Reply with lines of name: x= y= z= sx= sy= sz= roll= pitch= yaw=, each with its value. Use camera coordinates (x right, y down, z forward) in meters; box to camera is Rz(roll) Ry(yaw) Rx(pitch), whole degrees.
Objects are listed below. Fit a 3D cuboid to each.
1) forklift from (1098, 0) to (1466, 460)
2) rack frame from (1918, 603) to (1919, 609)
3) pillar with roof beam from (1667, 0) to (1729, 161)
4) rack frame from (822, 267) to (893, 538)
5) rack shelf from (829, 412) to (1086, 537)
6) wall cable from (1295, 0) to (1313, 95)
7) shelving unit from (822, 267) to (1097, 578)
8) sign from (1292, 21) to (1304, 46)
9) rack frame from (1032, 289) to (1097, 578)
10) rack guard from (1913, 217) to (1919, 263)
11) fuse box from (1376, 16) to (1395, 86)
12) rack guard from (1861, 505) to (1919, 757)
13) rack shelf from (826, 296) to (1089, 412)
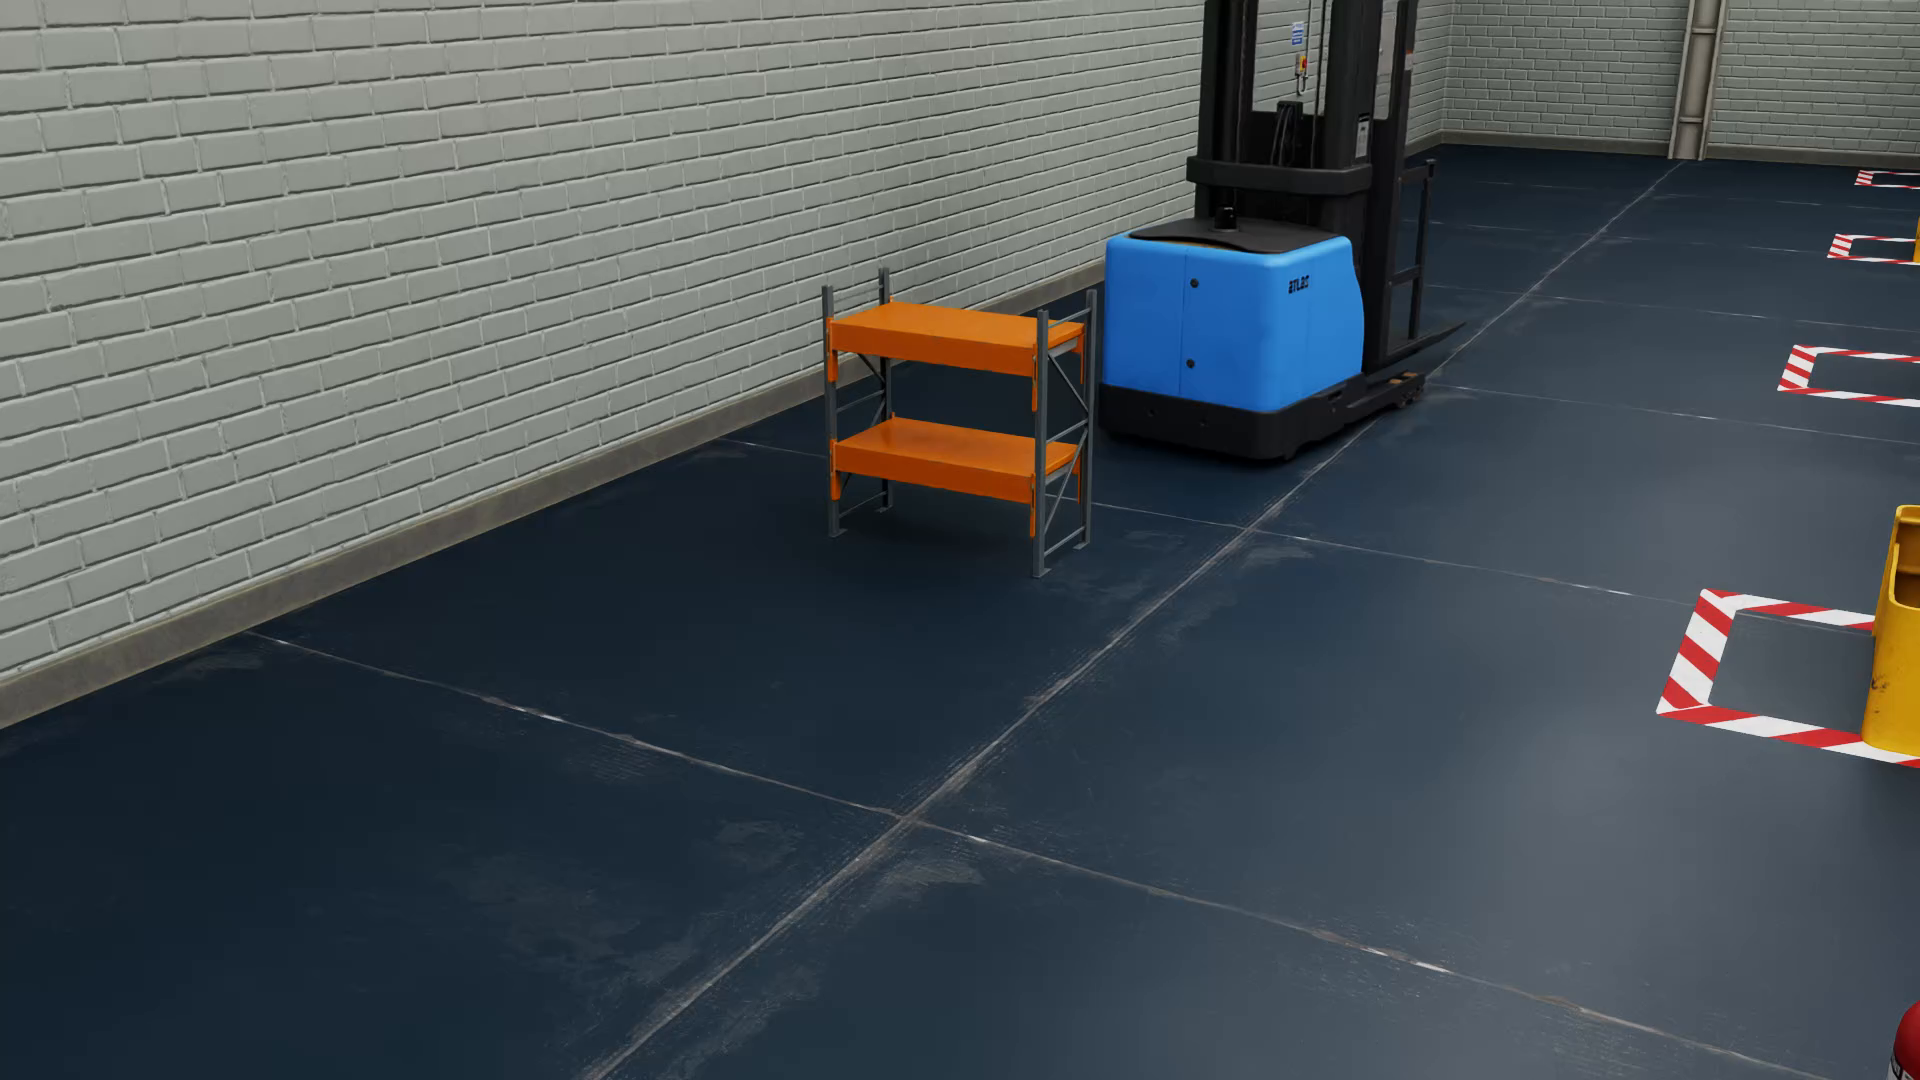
forklift: x=2.024 y=-2.214 z=9.171 sx=1.130 sy=2.935 sz=3.031 roll=15 pitch=25 yaw=35
rack frame: x=3.431 y=-0.873 z=5.373 sx=0.127 sy=3.000 sz=1.000 roll=11 pitch=23 yaw=27
pillar with roof beam: x=6.668 y=-7.557 z=15.002 sx=0.400 sy=9.000 sz=9.100 roll=11 pitch=23 yaw=27
rack frame: x=-0.450 y=-0.614 z=7.409 sx=0.032 sy=1.125 sz=0.500 roll=11 pitch=23 yaw=27
rack shelf: x=-0.006 y=-0.300 z=7.260 sx=1.000 sy=0.278 sz=0.538 roll=11 pitch=23 yaw=27
wall cable: x=3.330 y=-5.246 z=15.894 sx=0.123 sy=1.953 sz=0.585 roll=11 pitch=23 yaw=27
shelving unit: x=-0.006 y=-0.530 z=7.176 sx=1.048 sy=1.125 sz=0.538 roll=11 pitch=23 yaw=27
sign: x=3.253 y=-4.877 z=16.015 sx=0.001 sy=0.218 sz=0.327 roll=11 pitch=23 yaw=27
rack frame: x=0.438 y=-0.445 z=6.943 sx=0.032 sy=1.125 sz=0.500 roll=11 pitch=23 yaw=27
rack guard: x=8.243 y=-2.652 z=13.944 sx=0.348 sy=0.500 sz=1.175 roll=11 pitch=23 yaw=27
fuse box: x=4.482 y=-4.750 z=17.949 sx=0.414 sy=1.711 sz=0.539 roll=11 pitch=23 yaw=27
rack guard: x=3.410 y=0.298 z=5.811 sx=0.348 sy=0.500 sz=1.175 roll=11 pitch=23 yaw=27
rack shelf: x=-0.006 y=-0.805 z=7.077 sx=1.000 sy=0.278 sz=0.538 roll=11 pitch=23 yaw=27
